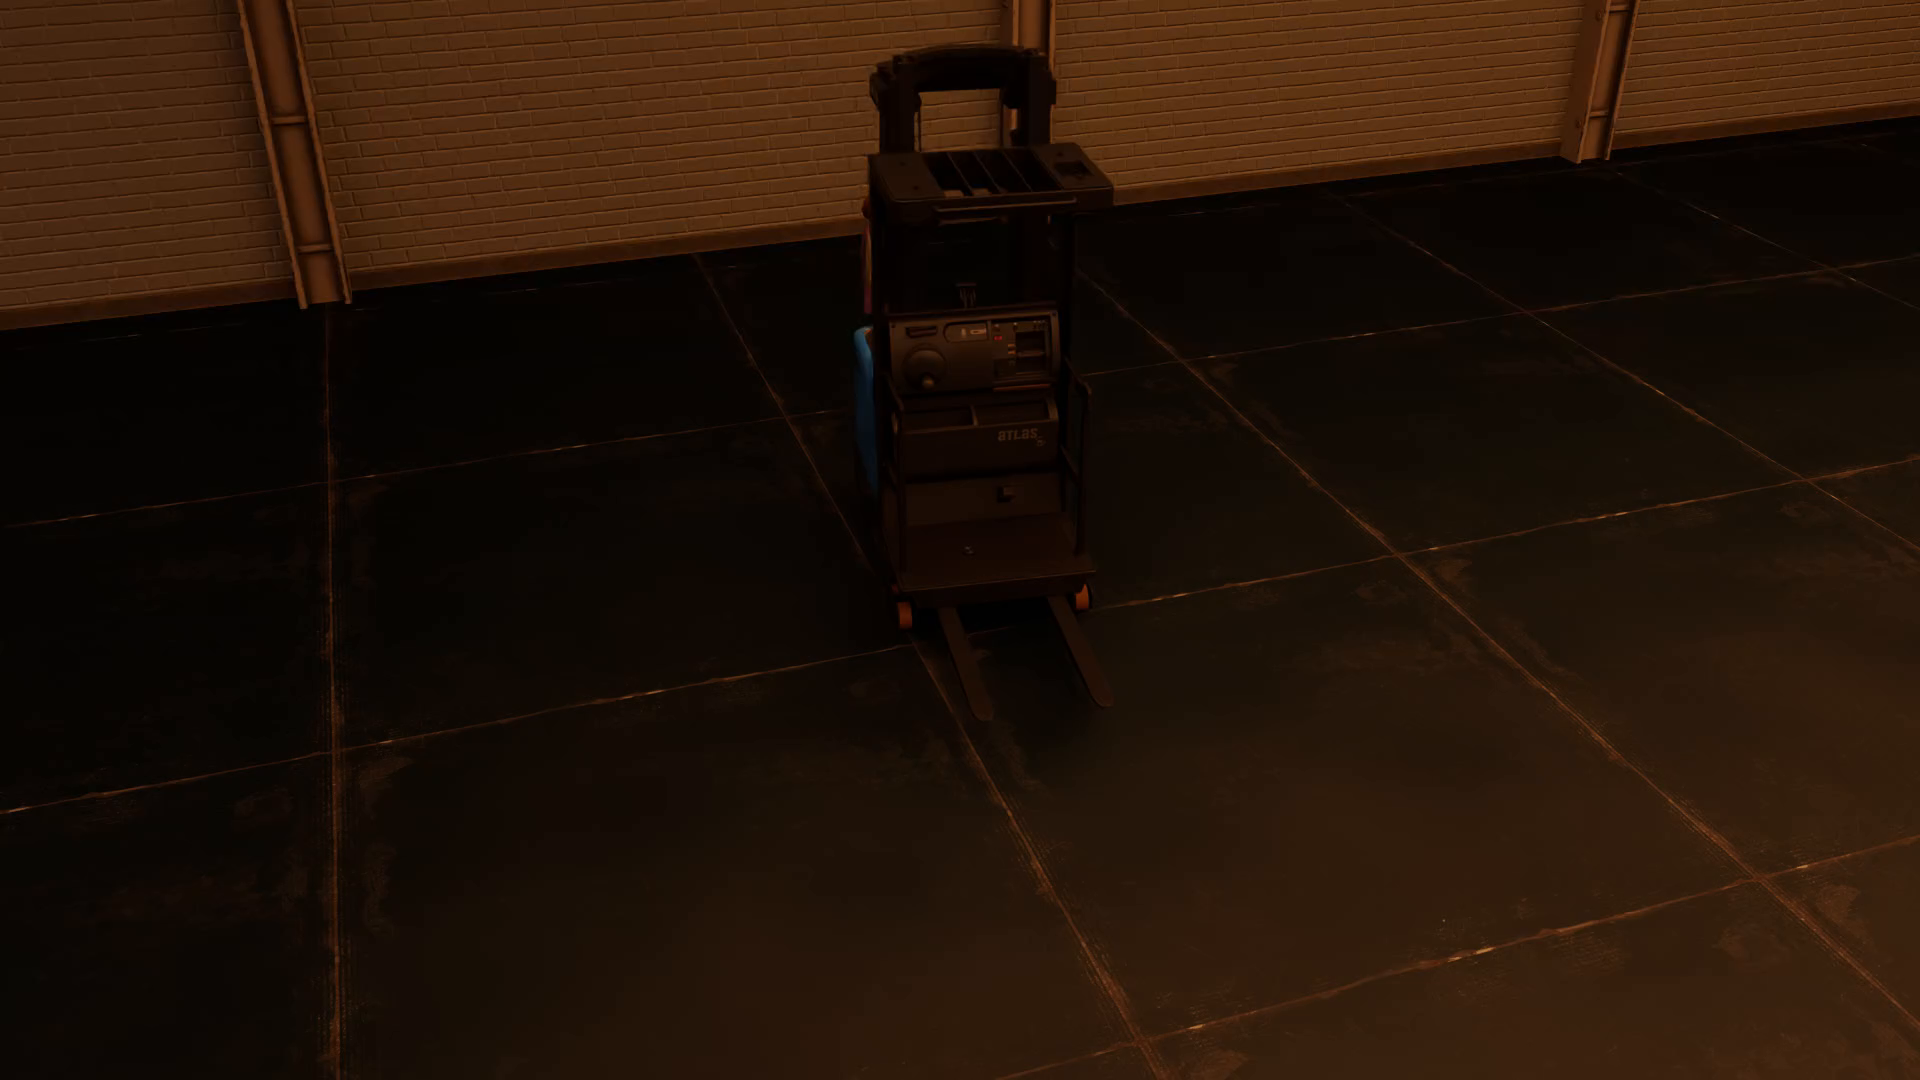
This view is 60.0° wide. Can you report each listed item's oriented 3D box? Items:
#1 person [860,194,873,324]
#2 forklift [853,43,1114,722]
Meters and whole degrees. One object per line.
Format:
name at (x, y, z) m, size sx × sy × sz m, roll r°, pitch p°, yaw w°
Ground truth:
person at (-0.443, -1.560, 11.134) m, size 0.420 × 1.602 × 0.517 m, roll 0°, pitch 30°, yaw -1°
forklift at (0.125, -0.972, 8.777) m, size 1.130 × 2.935 × 3.031 m, roll -6°, pitch 30°, yaw -10°
